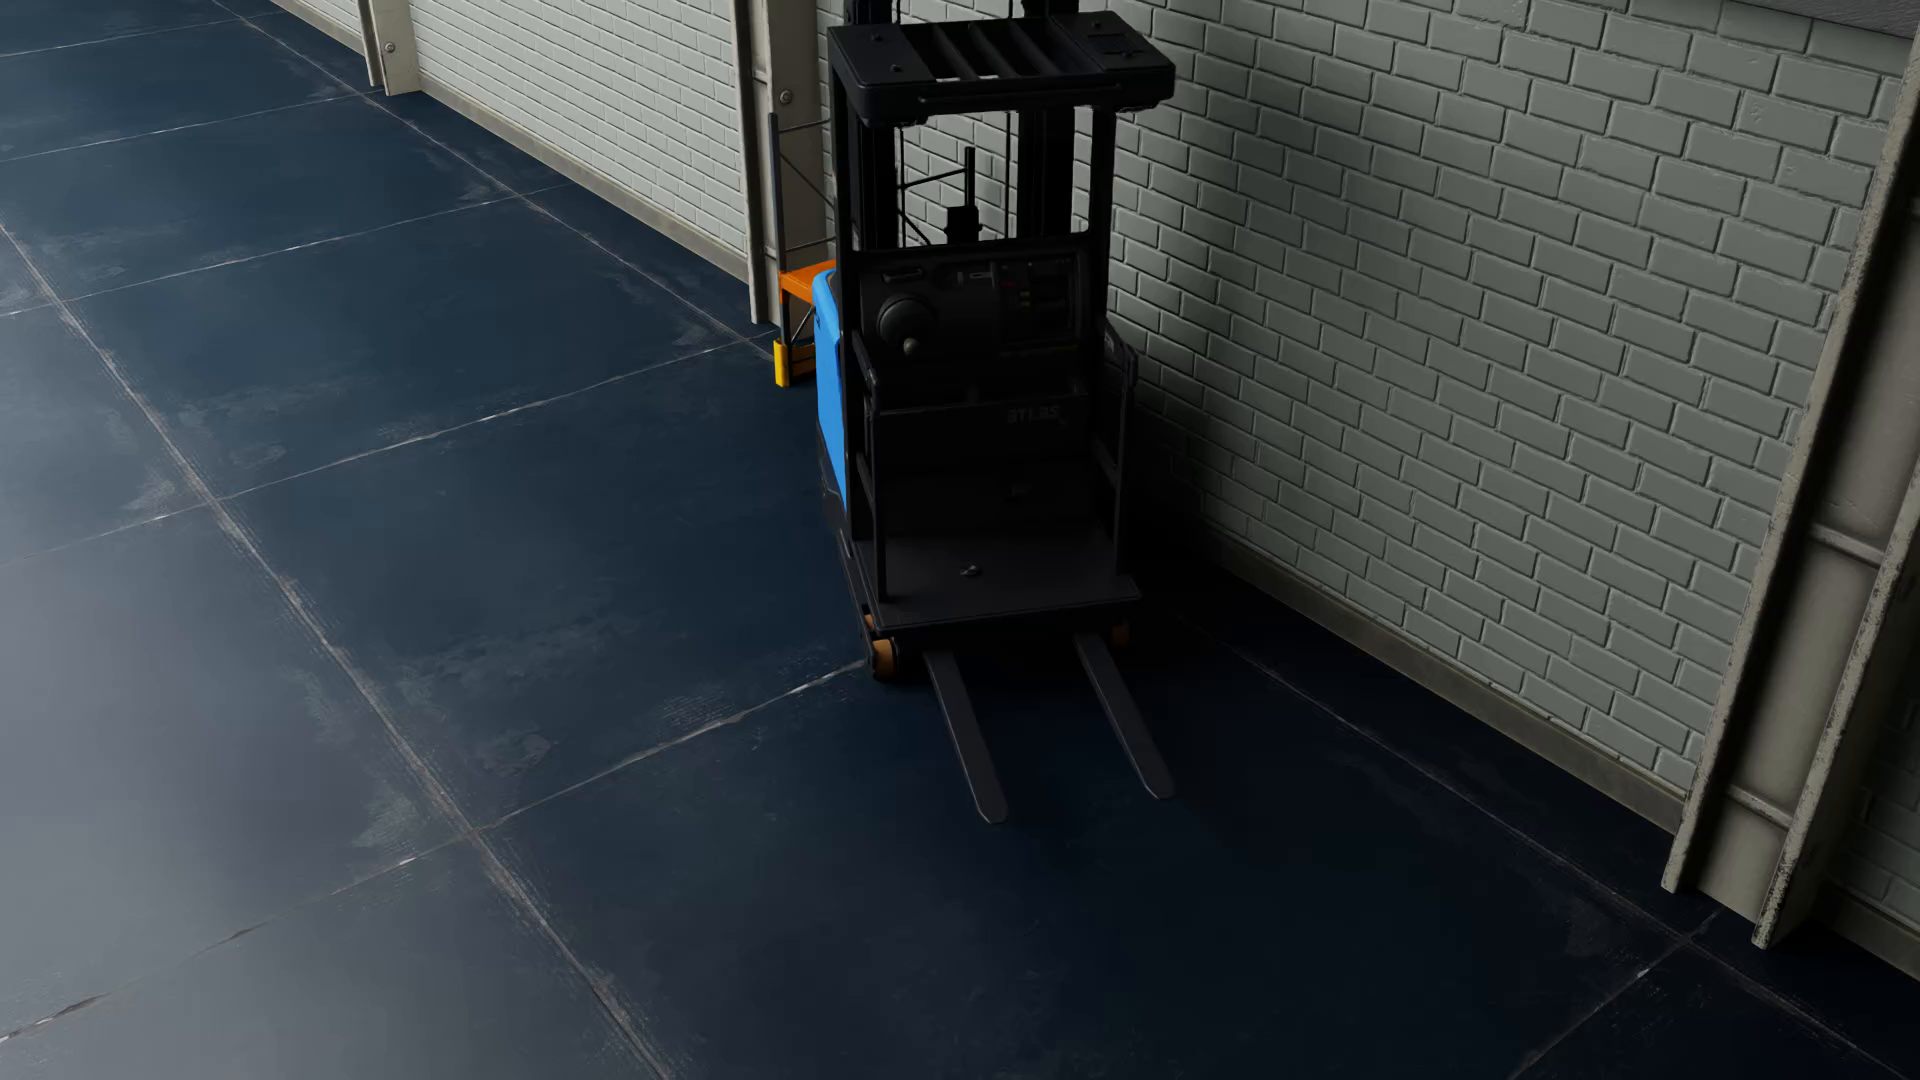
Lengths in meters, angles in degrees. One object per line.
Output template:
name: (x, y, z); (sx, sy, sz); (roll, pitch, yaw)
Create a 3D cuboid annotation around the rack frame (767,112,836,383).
rack frame: (-0.764, -1.583, 8.877); (0.500, 1.500, 0.032); (-23, 38, -32)

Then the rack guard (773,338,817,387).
rack guard: (-0.763, -1.052, 9.206); (0.587, 0.250, 0.087); (-23, 38, -32)

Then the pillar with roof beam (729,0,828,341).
pillar with roof beam: (-4.393, -3.692, 5.165); (9.100, 9.000, 0.400); (-22, 38, -31)

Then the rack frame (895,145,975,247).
rack frame: (-0.135, -1.161, 8.199); (0.500, 1.500, 0.032); (-23, 38, -32)

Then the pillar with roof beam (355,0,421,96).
pillar with roof beam: (-8.072, -6.192, 9.191); (9.100, 9.000, 0.400); (-22, 38, -31)

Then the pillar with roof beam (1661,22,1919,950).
pillar with roof beam: (-0.713, -1.191, 1.139); (9.100, 9.000, 0.400); (-22, 38, -31)

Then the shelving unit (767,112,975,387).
shelving unit: (-0.455, -1.376, 8.544); (0.587, 1.500, 1.083); (-23, 38, -32)

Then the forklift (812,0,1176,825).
forklift: (0.110, -0.891, 6.407); (1.130, 2.935, 3.031); (-6, 32, -10)

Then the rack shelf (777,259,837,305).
rack shelf: (-0.449, -1.219, 8.633); (0.538, 0.185, 1.000); (-23, 38, -32)
